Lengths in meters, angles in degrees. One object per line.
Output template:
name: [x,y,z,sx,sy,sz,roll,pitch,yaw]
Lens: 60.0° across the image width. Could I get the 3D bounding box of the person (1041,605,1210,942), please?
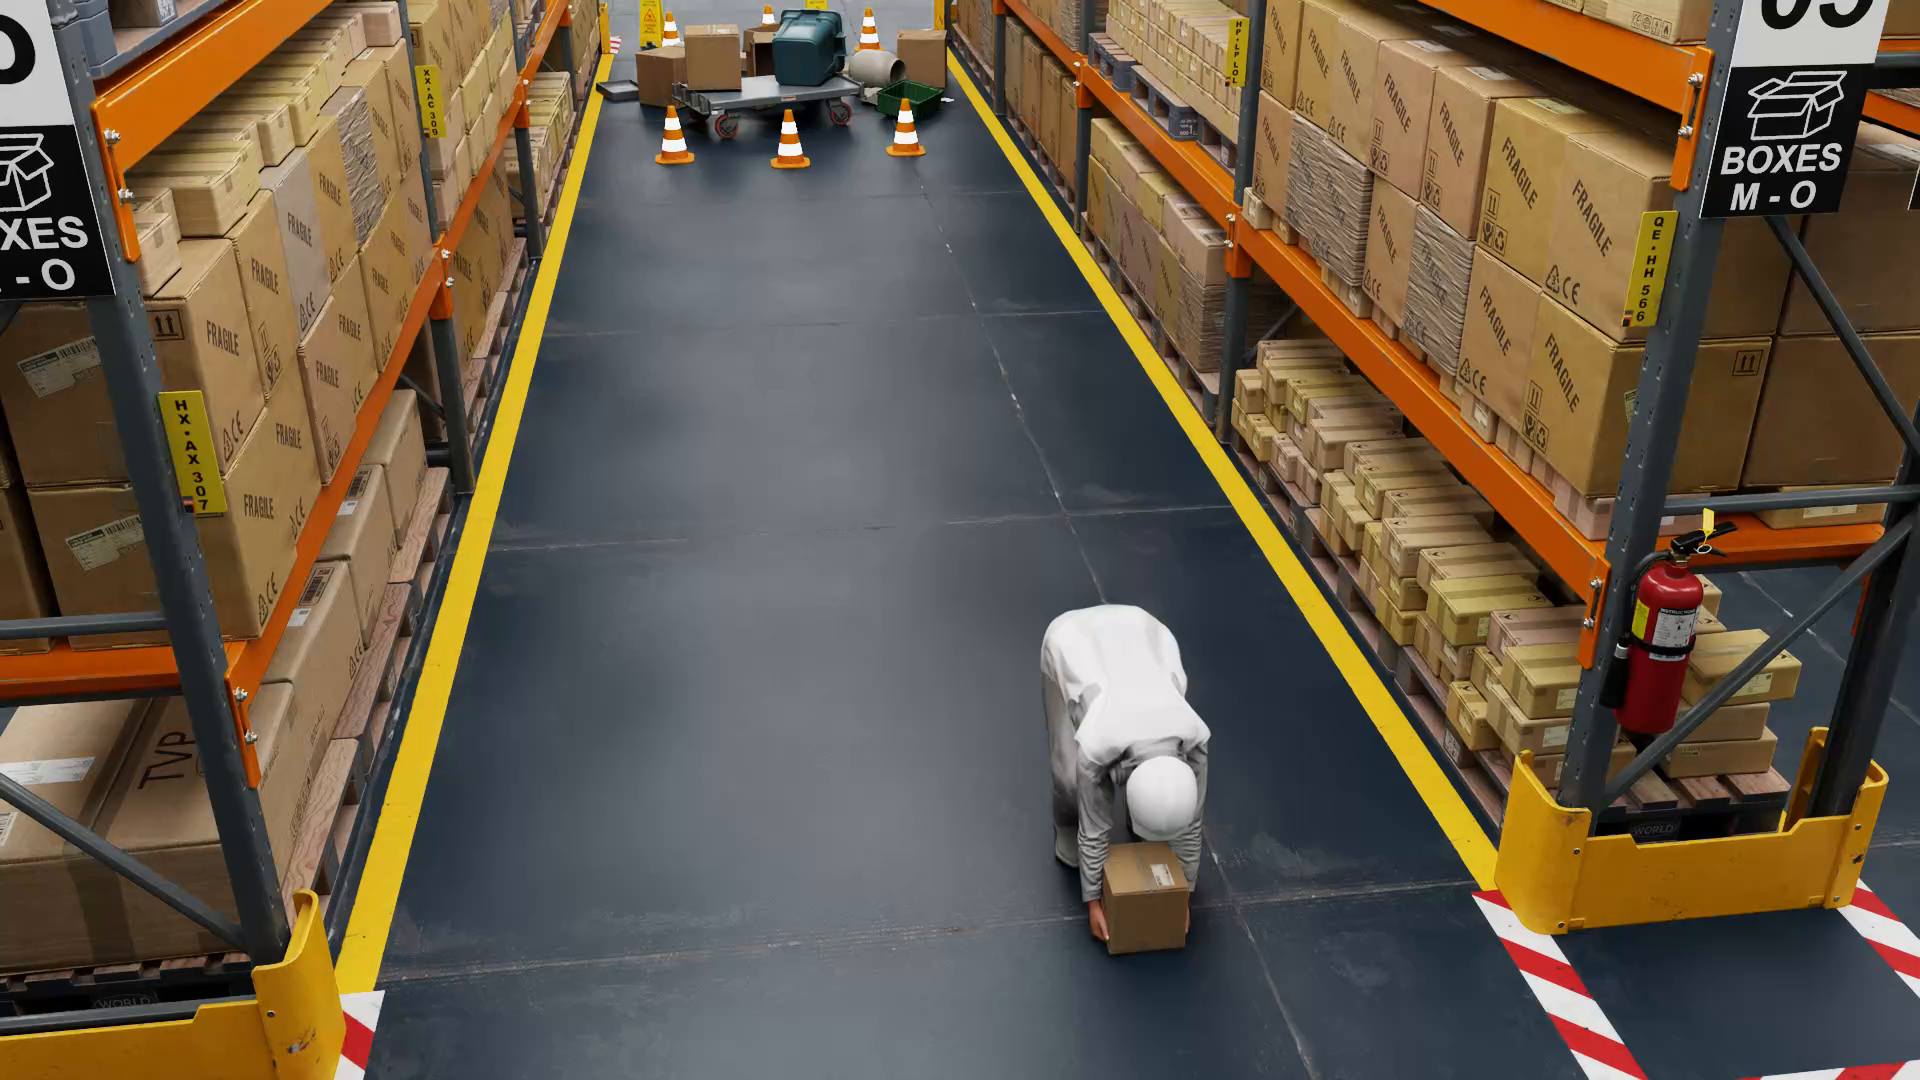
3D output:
person: [0.568,0.760,5.557,0.520,0.916,1.001,-5,27,-9]
